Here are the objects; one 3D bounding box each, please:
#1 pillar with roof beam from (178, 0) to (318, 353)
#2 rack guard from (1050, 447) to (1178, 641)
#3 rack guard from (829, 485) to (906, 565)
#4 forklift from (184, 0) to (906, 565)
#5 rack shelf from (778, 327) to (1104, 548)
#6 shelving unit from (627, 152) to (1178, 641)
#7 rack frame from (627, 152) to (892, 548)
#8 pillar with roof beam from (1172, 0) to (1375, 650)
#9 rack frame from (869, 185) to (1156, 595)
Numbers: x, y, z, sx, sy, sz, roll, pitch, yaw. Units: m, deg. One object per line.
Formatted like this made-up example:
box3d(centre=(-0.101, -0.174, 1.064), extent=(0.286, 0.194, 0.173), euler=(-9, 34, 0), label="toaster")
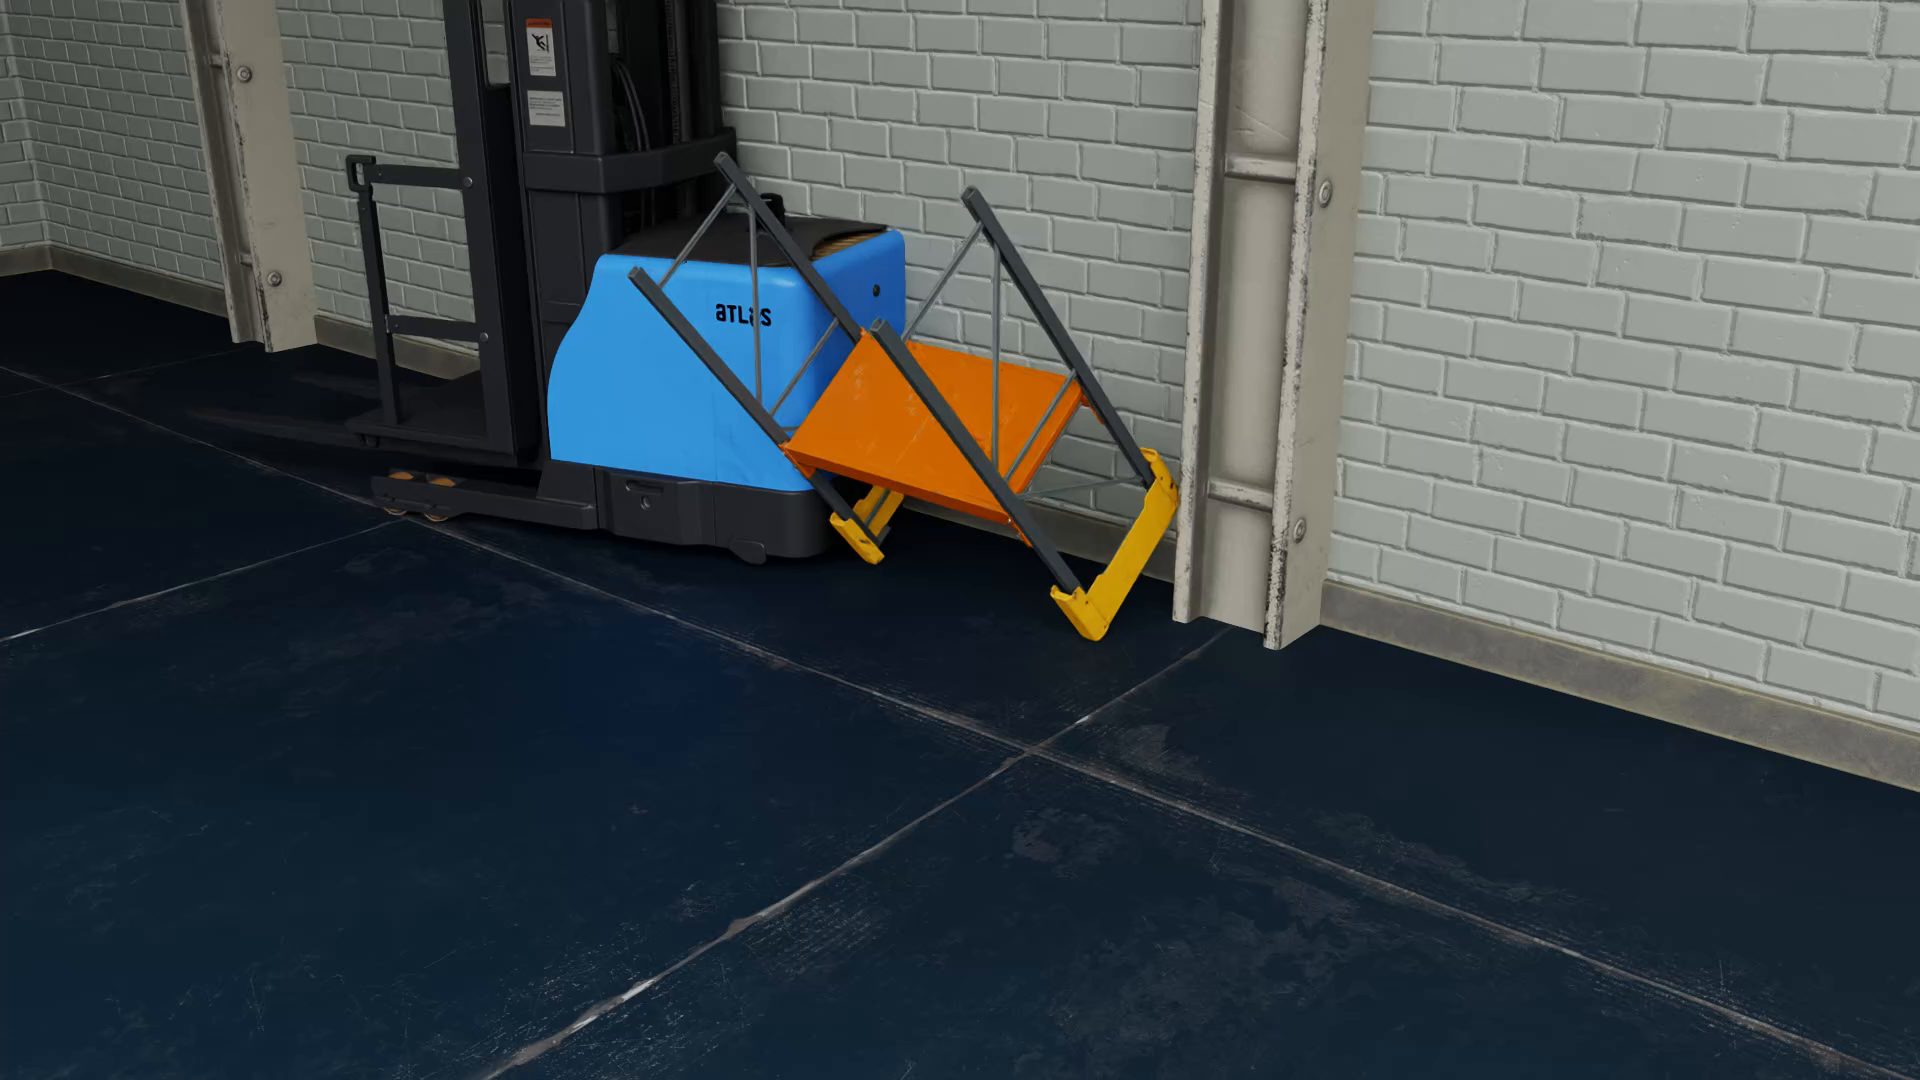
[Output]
box3d(centre=(-6.424, -4.110, 4.312), extent=(0.400, 9.000, 9.100), euler=(16, 26, 36), label="pillar with roof beam")
box3d(centre=(0.508, 0.012, 5.310), extent=(0.087, 0.250, 0.587), euler=(18, 67, 39), label="rack guard")
box3d(centre=(-0.226, -0.222, 5.940), extent=(0.087, 0.250, 0.587), euler=(18, 67, 39), label="rack guard")
box3d(centre=(-1.718, -1.602, 6.263), extent=(3.031, 2.935, 1.130), euler=(8, 22, 21), label="forklift")
box3d(centre=(-0.061, -0.350, 5.313), extent=(1.000, 0.185, 0.538), euler=(18, 67, 39), label="rack shelf")
box3d(centre=(-0.134, -0.445, 5.178), extent=(1.083, 1.500, 0.587), euler=(18, 67, 39), label="shelving unit")
box3d(centre=(-0.515, -0.567, 5.506), extent=(0.032, 1.500, 0.500), euler=(18, 67, 39), label="rack frame")
box3d(centre=(-1.776, -2.771, 0.763), extent=(0.400, 9.000, 9.100), euler=(16, 26, 36), label="pillar with roof beam")
box3d(centre=(0.234, -0.328, 4.862), extent=(0.032, 1.500, 0.500), euler=(18, 67, 39), label="rack frame")
